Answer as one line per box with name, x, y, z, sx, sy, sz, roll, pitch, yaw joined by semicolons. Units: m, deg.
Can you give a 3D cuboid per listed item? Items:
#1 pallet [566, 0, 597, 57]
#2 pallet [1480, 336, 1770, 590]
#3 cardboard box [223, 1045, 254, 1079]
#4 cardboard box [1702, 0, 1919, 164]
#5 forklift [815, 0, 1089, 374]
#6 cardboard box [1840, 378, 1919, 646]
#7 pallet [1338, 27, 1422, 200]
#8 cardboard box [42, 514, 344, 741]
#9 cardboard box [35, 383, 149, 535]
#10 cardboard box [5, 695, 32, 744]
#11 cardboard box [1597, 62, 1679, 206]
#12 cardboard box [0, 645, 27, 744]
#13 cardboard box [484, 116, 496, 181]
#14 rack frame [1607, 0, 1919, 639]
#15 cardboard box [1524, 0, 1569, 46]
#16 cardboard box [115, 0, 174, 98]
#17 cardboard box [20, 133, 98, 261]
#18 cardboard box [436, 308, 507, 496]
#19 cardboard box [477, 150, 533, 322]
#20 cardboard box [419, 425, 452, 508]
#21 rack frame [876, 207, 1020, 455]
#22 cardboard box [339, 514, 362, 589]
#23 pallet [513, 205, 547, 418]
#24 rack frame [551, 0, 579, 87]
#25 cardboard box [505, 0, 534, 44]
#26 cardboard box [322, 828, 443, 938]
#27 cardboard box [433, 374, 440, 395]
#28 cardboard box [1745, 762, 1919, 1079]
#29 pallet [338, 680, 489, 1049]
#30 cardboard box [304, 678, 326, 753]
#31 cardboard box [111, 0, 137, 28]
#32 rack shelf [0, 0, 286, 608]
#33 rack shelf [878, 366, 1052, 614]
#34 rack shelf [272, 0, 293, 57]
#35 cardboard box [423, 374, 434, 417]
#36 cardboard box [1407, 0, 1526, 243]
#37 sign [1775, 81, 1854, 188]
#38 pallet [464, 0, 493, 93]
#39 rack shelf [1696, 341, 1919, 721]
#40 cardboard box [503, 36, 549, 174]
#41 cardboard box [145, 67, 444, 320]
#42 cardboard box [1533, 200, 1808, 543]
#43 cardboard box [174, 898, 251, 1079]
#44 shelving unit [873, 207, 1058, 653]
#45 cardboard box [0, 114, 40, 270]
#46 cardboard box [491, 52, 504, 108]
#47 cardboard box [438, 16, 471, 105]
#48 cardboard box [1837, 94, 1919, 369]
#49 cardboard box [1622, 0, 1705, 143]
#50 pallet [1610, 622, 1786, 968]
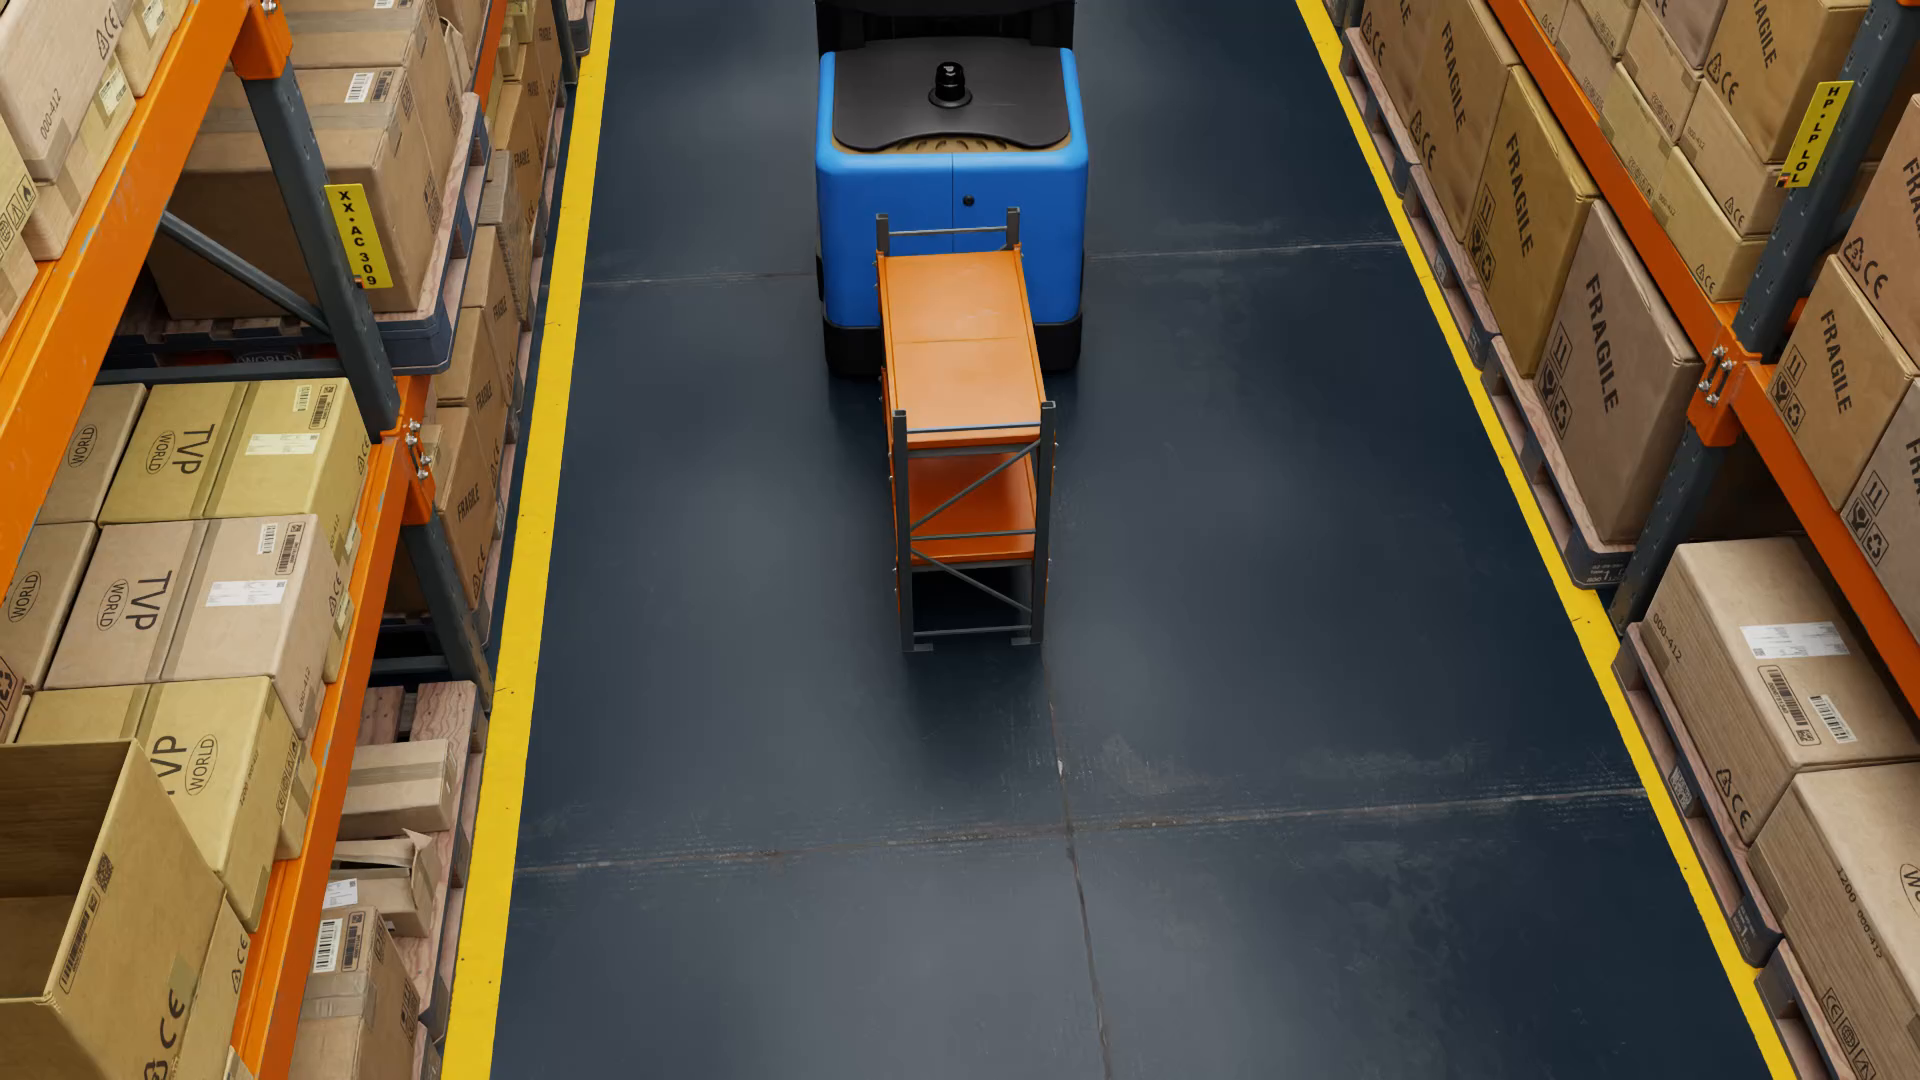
pallet;-2.473;-2.985;8.931;1.003;0.211;1.213;-3;47;-3
pallet;2.698;-0.351;6.437;1.003;0.211;1.213;-3;47;-3
cardboard box;-1.628;1.150;3.268;0.380;0.149;0.250;-3;47;-2
cardboard box;2.550;-1.442;4.792;0.500;0.500;0.500;-2;47;-2
forklift;-0.070;-2.742;6.829;1.130;2.935;3.031;-1;47;-1
cardboard box;2.654;-0.071;4.182;0.500;0.500;0.500;-3;47;-3
pallet;2.494;-2.116;8.109;1.003;0.211;1.213;-3;47;-3
cardboard box;-1.766;0.213;3.881;0.500;0.250;0.500;-3;47;-3
cardboard box;-2.336;-0.128;4.203;0.500;0.250;0.500;-4;47;-4
cardboard box;-2.246;0.608;3.506;0.500;0.250;0.500;-3;47;-2
cardboard box;2.508;-1.382;5.596;0.500;0.250;0.500;-4;47;-4
cardboard box;-2.249;0.333;3.250;0.500;0.500;0.500;-5;47;-4
cardboard box;-2.066;-1.550;6.638;0.380;0.149;0.250;-6;47;-5
rack frame;2.838;-0.756;4.900;1.000;3.000;0.127;-3;47;-3
cardboard box;2.437;-2.122;6.297;0.500;0.250;0.500;-3;47;-3
cardboard box;-1.766;-0.977;3.216;0.380;0.149;0.250;-4;47;-3
cardboard box;-1.736;-0.604;2.863;0.380;0.149;0.250;-4;47;-3
cardboard box;-1.979;-0.485;6.076;0.500;0.500;0.500;-4;47;-4
cardboard box;-2.053;-1.222;6.774;0.500;0.500;0.500;-5;47;-5
cardboard box;-1.873;-0.235;5.392;0.380;0.149;0.250;-1;47;-1
rack frame;-0.042;-0.750;6.185;0.500;1.125;0.032;-3;47;-3
cardboard box;-1.786;0.037;4.322;0.380;0.149;0.250;-2;47;-2
pallet;-2.319;-0.964;7.017;1.003;0.211;1.213;-3;47;-3
rack frame;-2.443;-3.346;7.353;1.000;3.000;0.127;-3;47;-3
cardboard box;-2.096;-2.316;7.363;0.380;0.149;0.250;-6;47;-5
cardboard box;-1.739;0.988;4.842;0.396;0.266;0.258;-2;47;-2
cardboard box;-2.006;-0.616;5.753;0.380;0.149;0.250;-6;47;-5
cardboard box;2.859;1.089;4.628;0.875;0.438;0.875;-5;47;-4
pallet;-2.052;1.004;5.154;1.003;0.211;1.213;-3;47;-3
cardboard box;-1.746;0.415;3.964;0.380;0.149;0.250;-2;47;-2
cardboard box;-1.818;-1.200;3.153;0.500;0.250;0.500;-3;47;-3
rack shelf;-1.941;0.211;2.413;1.077;0.370;4.000;-3;47;-3
rack shelf;0.001;-0.214;6.014;0.538;0.278;1.000;-3;47;-3
rack shelf;-2.276;-2.683;5.154;1.077;0.370;4.000;-3;47;-3
cardboard box;-1.943;-0.523;5.460;0.380;0.149;0.250;-6;47;-5
cardboard box;2.548;-1.913;7.170;0.875;0.875;0.875;-3;47;-3
sign;2.298;-1.087;4.470;0.100;0.325;0.005;-3;47;-3
pallet;-2.276;-1.873;6.090;1.003;0.211;1.213;-3;47;-3
rack shelf;3.005;0.938;3.791;1.077;0.370;4.000;-3;47;-3
cardboard box;-2.162;-1.975;7.487;0.500;0.500;0.500;-4;47;-4
cardboard box;-1.926;-0.994;4.767;0.700;0.500;0.500;-2;47;-2
cardboard box;2.706;-0.613;5.939;0.875;0.875;0.875;-2;47;-2
cardboard box;-1.695;0.947;3.185;0.500;0.250;0.500;-5;47;-4
shelving unit;0.001;-0.382;5.837;0.538;1.125;1.048;-3;47;-3
cardboard box;-1.733;-0.453;2.446;0.500;0.250;0.500;-3;47;-2
cardboard box;-2.141;-1.929;6.997;0.380;0.149;0.250;-2;47;-2
cardboard box;-1.842;-1.578;5.482;0.396;0.266;0.258;-1;47;-1
cardboard box;2.636;-0.775;4.160;0.500;0.500;0.500;-3;47;-3
cardboard box;2.509;-1.542;5.403;0.500;0.250;0.500;-2;47;-2
pallet;2.823;0.758;5.387;1.003;0.211;1.213;-3;47;-3
